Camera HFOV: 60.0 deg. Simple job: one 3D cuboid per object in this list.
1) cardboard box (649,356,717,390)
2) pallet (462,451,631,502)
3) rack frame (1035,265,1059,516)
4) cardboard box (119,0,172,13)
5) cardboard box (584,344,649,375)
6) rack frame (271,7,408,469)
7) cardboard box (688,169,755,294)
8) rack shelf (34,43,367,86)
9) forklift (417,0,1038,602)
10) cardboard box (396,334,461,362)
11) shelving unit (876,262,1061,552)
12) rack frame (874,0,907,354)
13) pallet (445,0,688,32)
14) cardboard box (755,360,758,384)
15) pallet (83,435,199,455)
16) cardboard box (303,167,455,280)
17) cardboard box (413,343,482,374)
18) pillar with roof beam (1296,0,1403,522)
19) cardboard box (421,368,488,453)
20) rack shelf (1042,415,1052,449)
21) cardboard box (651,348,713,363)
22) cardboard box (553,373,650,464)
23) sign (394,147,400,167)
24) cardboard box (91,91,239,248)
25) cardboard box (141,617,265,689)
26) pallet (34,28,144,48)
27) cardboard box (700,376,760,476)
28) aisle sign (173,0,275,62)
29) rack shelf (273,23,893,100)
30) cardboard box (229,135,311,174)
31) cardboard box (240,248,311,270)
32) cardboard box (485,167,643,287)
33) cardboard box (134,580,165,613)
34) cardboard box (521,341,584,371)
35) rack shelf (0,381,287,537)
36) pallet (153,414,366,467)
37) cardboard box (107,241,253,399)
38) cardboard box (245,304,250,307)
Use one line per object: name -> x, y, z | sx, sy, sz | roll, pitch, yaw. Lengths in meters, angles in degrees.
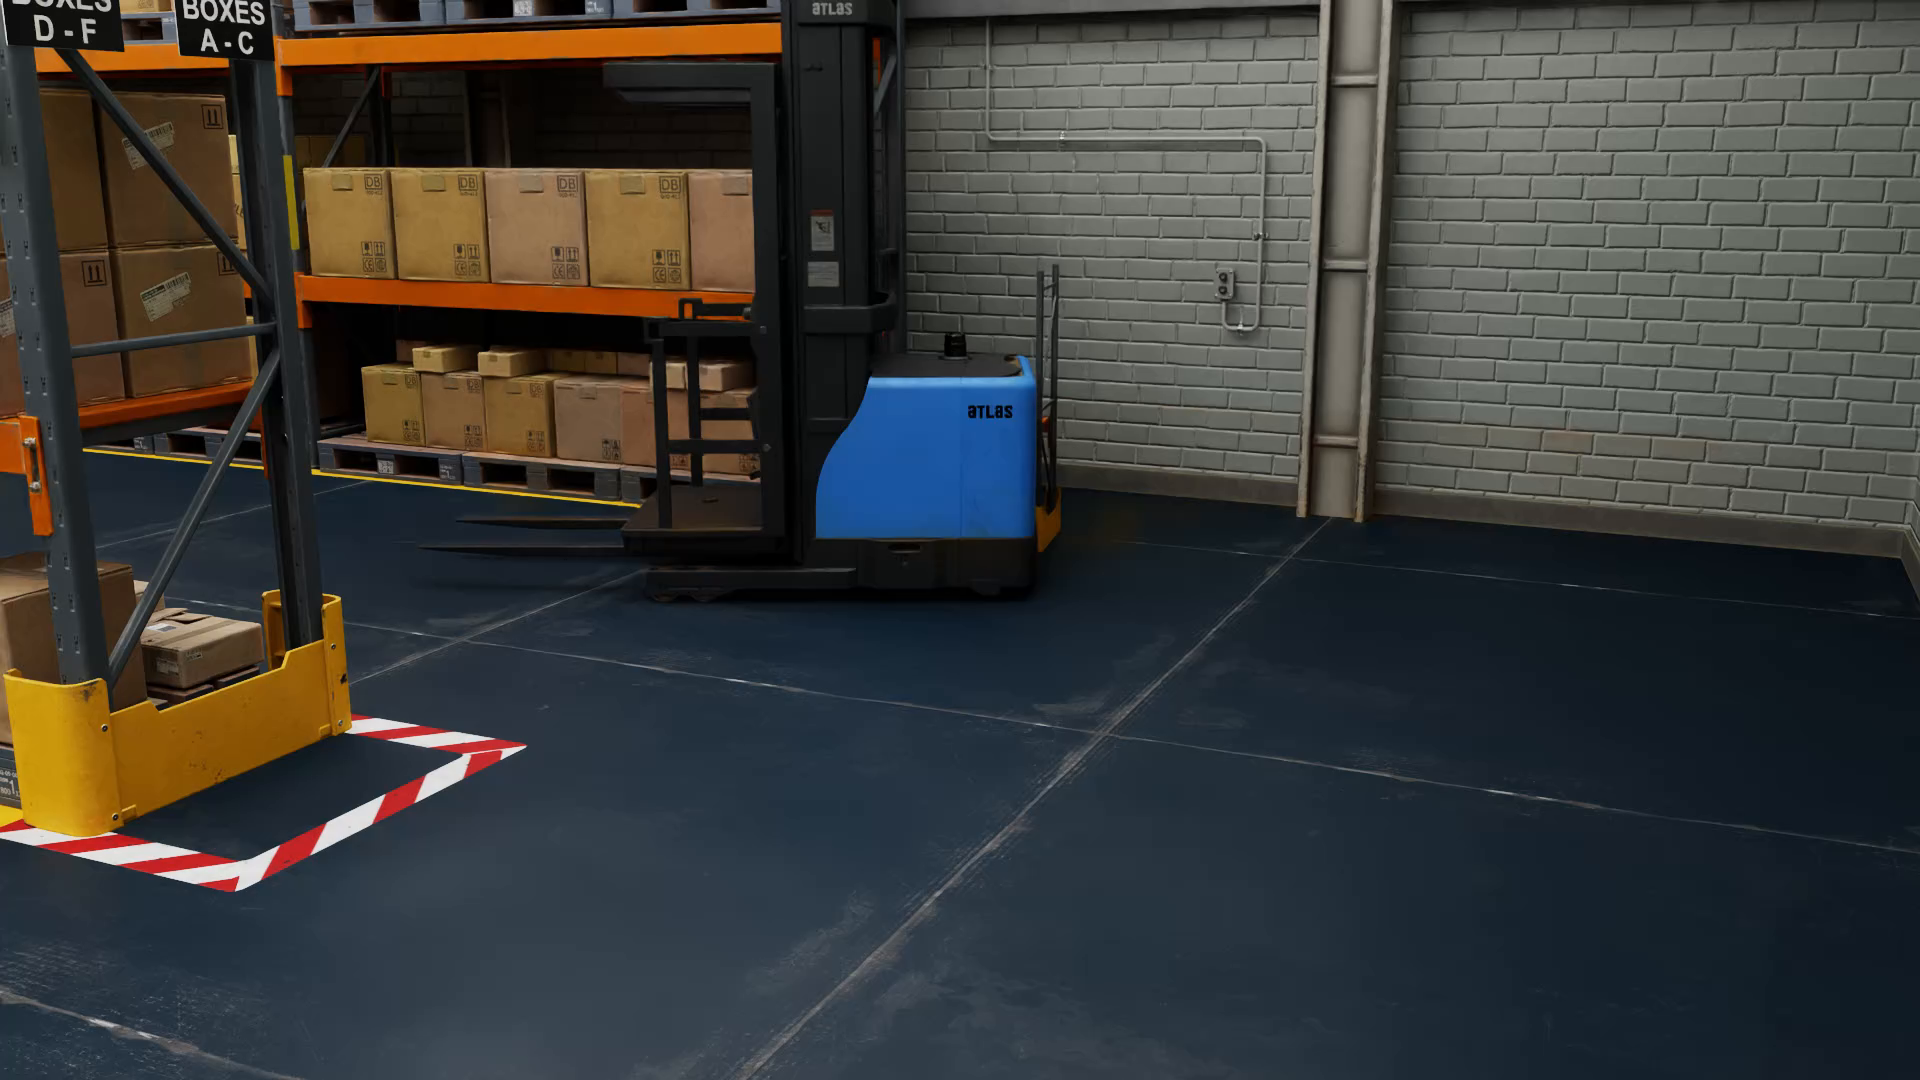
cardboard box -> -1.691, -1.027, 10.196 | 0.250, 0.149, 0.380 | 6, 15, 25
pallet -> -2.460, -0.495, 10.904 | 1.213, 0.211, 1.003 | 6, 14, 23
rack frame -> 0.472, -0.729, 9.080 | 0.032, 1.500, 0.500 | 3, 14, 13
cardboard box -> -5.538, -3.918, 11.637 | 0.500, 0.500, 0.700 | 5, 14, 22
cardboard box -> -2.231, -1.176, 10.835 | 0.250, 0.149, 0.380 | 6, 14, 24
rack frame -> -4.243, -2.052, 11.435 | 0.127, 3.000, 1.000 | 6, 14, 23
cardboard box -> -1.056, -1.873, 10.015 | 0.700, 0.700, 0.980 | 7, 15, 26
rack shelf -> -6.071, -3.347, 11.963 | 4.000, 0.370, 1.077 | 6, 14, 23
forklift -> -1.141, -1.250, 8.168 | 3.031, 2.935, 1.130 | 0, 13, 0
cardboard box -> -3.653, -1.320, 11.446 | 0.250, 0.149, 0.380 | 6, 14, 23
shelving unit -> -0.013, -0.756, 9.192 | 1.083, 1.500, 0.587 | 3, 14, 13
rack frame -> -0.586, -1.682, 9.857 | 0.127, 3.000, 1.000 | 6, 14, 23
pallet -> -2.388, -3.278, 10.288 | 1.213, 0.211, 1.003 | 6, 14, 23
cardboard box -> -1.071, -1.059, 10.336 | 0.250, 0.149, 0.380 | 6, 14, 24
pallet -> -6.098, -0.863, 12.470 | 1.213, 0.211, 1.003 | 6, 14, 23
cardboard box -> -3.753, -2.145, 11.172 | 0.700, 0.700, 0.980 | 6, 14, 24
cardboard box -> -3.361, -1.195, 10.914 | 0.250, 0.149, 0.380 | 6, 15, 25
pillar with roof beam -> 0.490, -3.634, 5.045 | 0.400, 9.000, 9.100 | 6, 14, 23
cardboard box -> -3.143, -0.902, 11.085 | 0.500, 0.500, 0.700 | 6, 14, 23
rack shelf -> -0.022, -0.581, 9.235 | 1.000, 0.185, 0.538 | 3, 14, 13
cardboard box -> -1.763, -1.129, 10.635 | 0.250, 0.149, 0.380 | 6, 14, 24
cardboard box -> -2.184, -0.806, 10.677 | 0.500, 0.500, 0.700 | 5, 14, 21
sign -> -4.019, -2.628, 11.821 | 0.005, 0.325, 0.100 | 6, 14, 23
cardboard box -> -2.888, -1.279, 5.730 | 0.500, 0.500, 0.500 | 6, 15, 25
cardboard box -> -2.832, 0.416, 6.193 | 0.250, 0.149, 0.380 | 6, 14, 23
pallet -> -6.266, -3.639, 12.046 | 1.213, 0.211, 1.003 | 7, 15, 26
cardboard box -> -1.266, -0.713, 10.282 | 0.500, 0.500, 0.700 | 6, 14, 23
aisle sign -> -2.407, -1.968, 5.384 | 0.004, 0.787, 0.394 | 6, 14, 23
rack shelf -> -2.414, -2.977, 10.385 | 4.000, 0.370, 1.077 | 6, 14, 23
cardboard box -> -4.773, -2.610, 11.258 | 0.500, 0.250, 0.500 | 6, 15, 25
cardboard box -> -4.667, -1.912, 11.342 | 0.250, 0.149, 0.380 | 6, 14, 24
cardboard box -> -2.419, -2.011, 10.601 | 0.700, 0.700, 0.980 | 5, 14, 21
cardboard box -> -3.428, 0.322, 6.374 | 0.500, 0.250, 0.500 | 6, 14, 23
cardboard box -> -2.698, -1.224, 11.036 | 0.250, 0.149, 0.380 | 6, 14, 24
rack shelf -> -4.417, -0.482, 6.317 | 4.000, 0.370, 1.077 | 6, 14, 23
pallet -> -4.979, -0.750, 11.990 | 1.213, 0.211, 1.003 | 6, 14, 23
cardboard box -> -2.888, -0.792, 5.845 | 0.500, 0.500, 0.500 | 6, 15, 24
cardboard box -> -5.704, -1.325, 12.121 | 0.750, 0.750, 0.750 | 6, 15, 25
